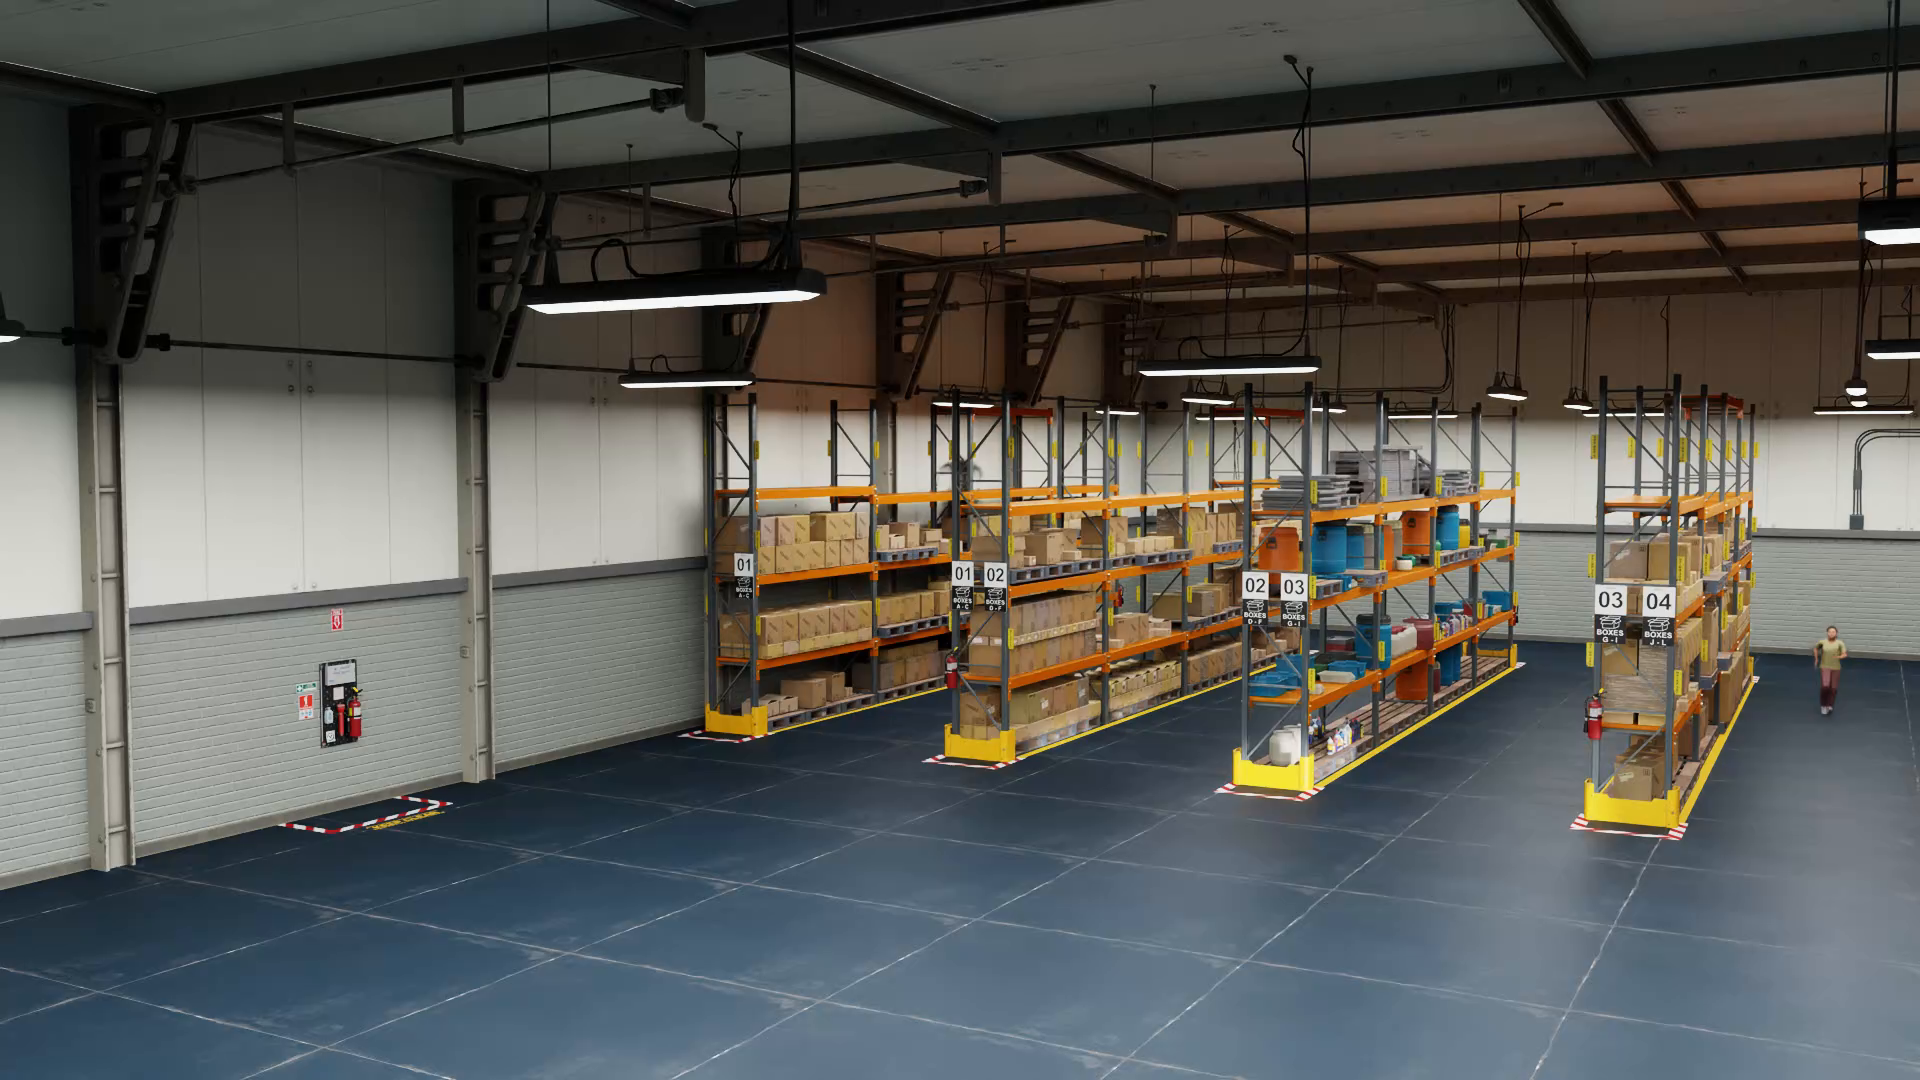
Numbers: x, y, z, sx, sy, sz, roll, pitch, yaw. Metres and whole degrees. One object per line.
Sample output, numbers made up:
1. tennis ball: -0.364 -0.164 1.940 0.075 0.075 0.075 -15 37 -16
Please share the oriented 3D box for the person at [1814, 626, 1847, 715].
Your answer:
1. person: 16.470 2.440 31.458 0.524 1.634 0.684 1 3 19
